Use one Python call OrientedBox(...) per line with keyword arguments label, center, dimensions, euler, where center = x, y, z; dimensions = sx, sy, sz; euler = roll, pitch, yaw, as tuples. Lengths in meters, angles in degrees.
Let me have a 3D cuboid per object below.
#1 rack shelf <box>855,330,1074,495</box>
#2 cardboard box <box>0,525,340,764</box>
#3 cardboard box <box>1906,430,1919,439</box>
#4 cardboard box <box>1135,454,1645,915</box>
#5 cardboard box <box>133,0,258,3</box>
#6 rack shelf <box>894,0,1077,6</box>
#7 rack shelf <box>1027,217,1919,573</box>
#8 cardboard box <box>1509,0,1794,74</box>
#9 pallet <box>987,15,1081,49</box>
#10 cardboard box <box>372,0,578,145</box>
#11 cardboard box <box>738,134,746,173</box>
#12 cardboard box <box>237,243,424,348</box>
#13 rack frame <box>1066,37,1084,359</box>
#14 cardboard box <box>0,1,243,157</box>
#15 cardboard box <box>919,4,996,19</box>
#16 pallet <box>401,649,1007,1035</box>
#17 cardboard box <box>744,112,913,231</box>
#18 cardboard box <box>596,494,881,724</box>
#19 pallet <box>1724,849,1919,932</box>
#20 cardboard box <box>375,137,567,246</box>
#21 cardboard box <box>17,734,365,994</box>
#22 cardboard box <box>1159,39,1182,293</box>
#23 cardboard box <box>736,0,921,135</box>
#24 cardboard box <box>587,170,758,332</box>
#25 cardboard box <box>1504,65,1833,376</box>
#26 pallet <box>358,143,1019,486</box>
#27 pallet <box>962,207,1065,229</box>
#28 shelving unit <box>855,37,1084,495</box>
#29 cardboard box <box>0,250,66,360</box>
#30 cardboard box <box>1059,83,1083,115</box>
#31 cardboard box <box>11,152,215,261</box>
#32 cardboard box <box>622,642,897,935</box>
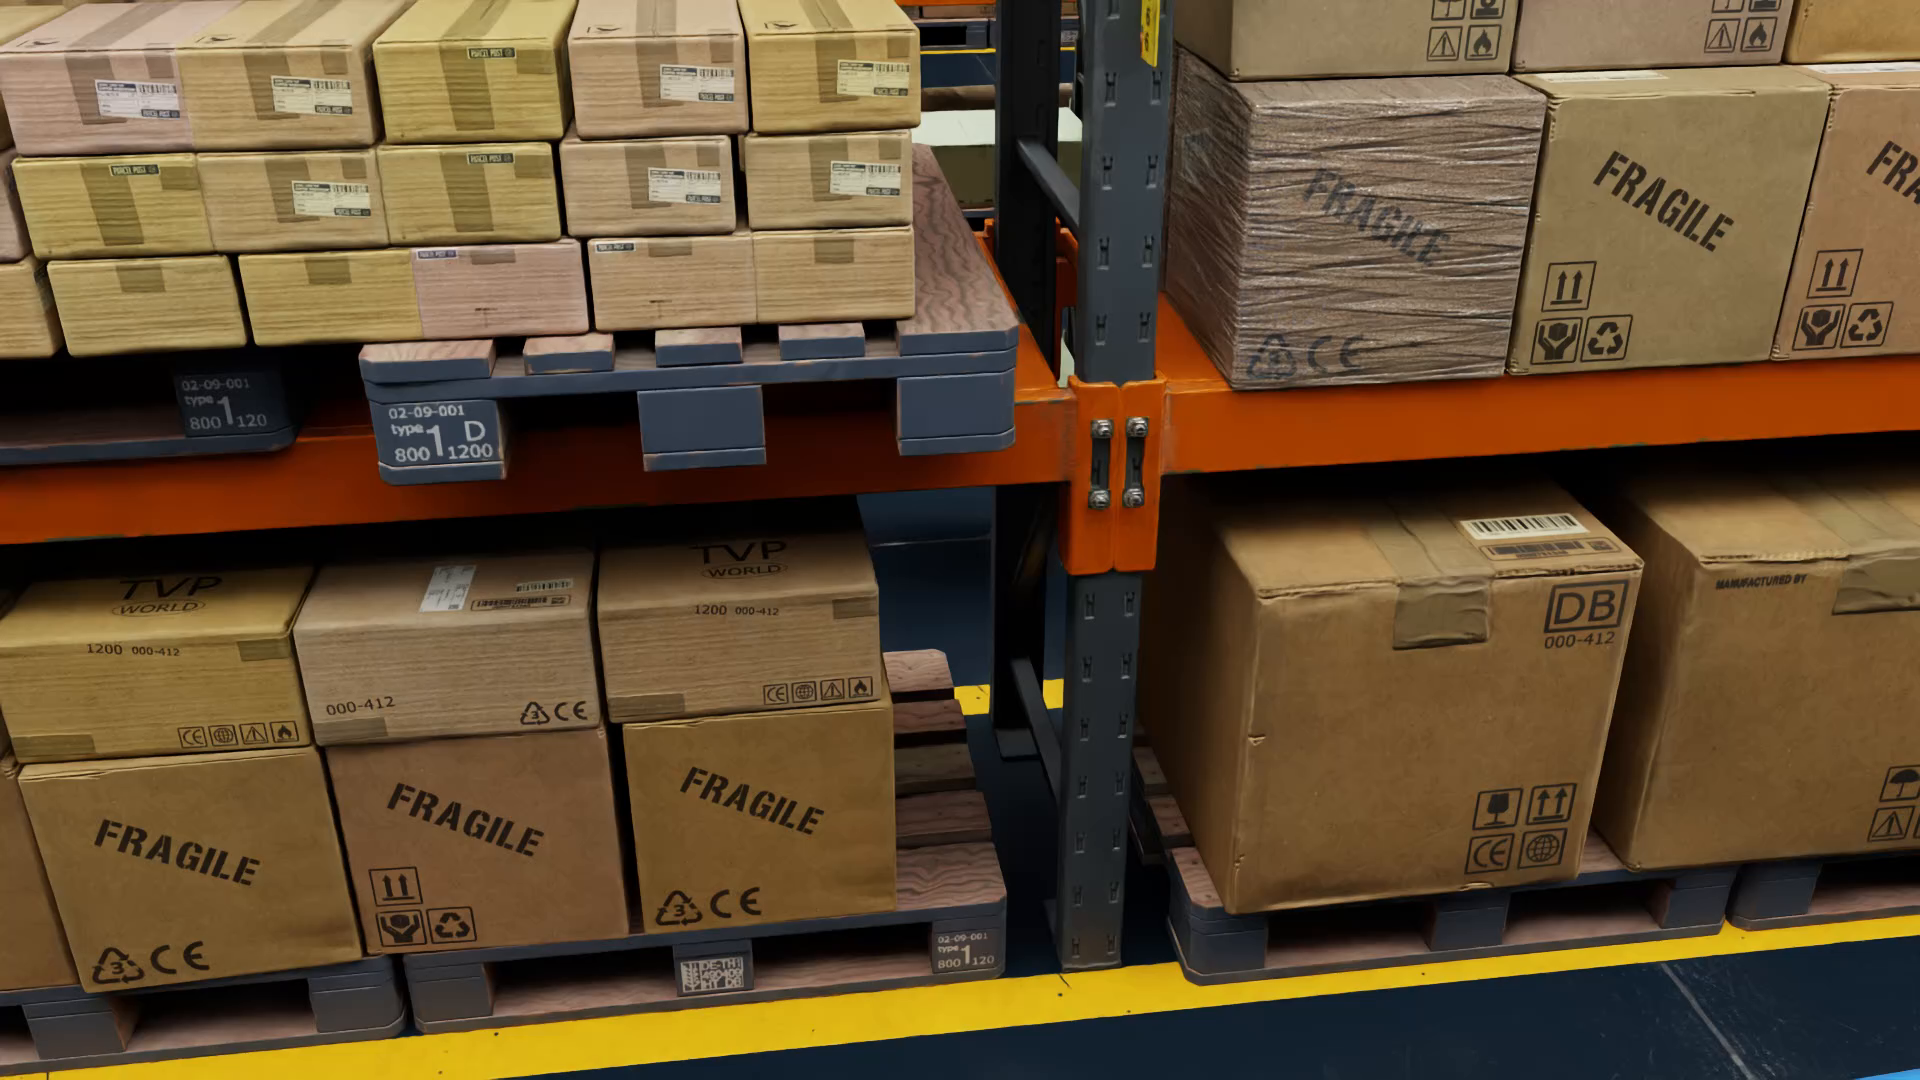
OrientedBox(label="rack shelf", center=(0.007, -0.378, 5.057), dimensions=(0.720, 0.370, 0.431), euler=(-4, 27, -7))
OrientedBox(label="cardboard box", center=(-1.437, 0.160, 3.110), dimensions=(0.500, 0.250, 0.500), euler=(-3, 27, -6))
OrientedBox(label="cardboard box", center=(2.610, 0.043, 3.884), dimensions=(0.750, 0.750, 1.050), euler=(-4, 27, -7))
OrientedBox(label="cardboard box", center=(0.823, 0.160, 3.657), dimensions=(0.750, 0.750, 1.050), euler=(-4, 27, -8))
OrientedBox(label="cardboard box", center=(-1.316, -0.988, 3.053), dimensions=(0.250, 0.149, 0.380), euler=(-2, 27, -5))
OrientedBox(label="rack shelf", center=(1.398, -2.695, 8.004), dimensions=(4.000, 0.370, 1.077), euler=(-4, 27, -7))
OrientedBox(label="rack shelf", center=(2.188, -0.463, 3.655), dimensions=(4.000, 0.370, 1.077), euler=(-4, 27, -7))
OrientedBox(label="cardboard box", center=(1.154, -1.202, 3.103), dimensions=(0.500, 0.500, 0.700), euler=(-4, 27, -8))
OrientedBox(label="pallet", center=(0.749, -4.001, 12.817), dimensions=(1.213, 0.211, 1.003), euler=(-4, 27, -7))
OrientedBox(label="cardboard box", center=(-0.722, -0.726, 2.543), dimensions=(0.250, 0.149, 0.380), euler=(-3, 27, -6))
OrientedBox(label="cardboard box", center=(-0.529, -0.777, 3.294), dimensions=(0.250, 0.149, 0.380), euler=(-2, 27, -5))
OrientedBox(label="cardboard box", center=(-0.965, -0.446, 2.650), dimensions=(0.250, 0.149, 0.380), euler=(-4, 27, -8))
OrientedBox(label="rack frame", center=(0.369, -0.691, 4.954), dimensions=(0.023, 1.500, 0.400), euler=(-4, 27, -7))
OrientedBox(label="cardboard box", center=(-1.226, -0.695, 2.482), dimensions=(0.250, 0.149, 0.380), euler=(-4, 27, -7))
OrientedBox(label="cardboard box", center=(-0.012, -4.340, 12.564), dimensions=(0.625, 0.625, 0.875), euler=(-3, 27, -5))
OrientedBox(label="pallet", center=(-0.567, 0.633, 3.784), dimensions=(1.213, 0.211, 1.003), euler=(-4, 27, -7))
OrientedBox(label="cardboard box", center=(-0.218, -0.626, 2.674), dimensions=(0.250, 0.149, 0.380), euler=(-3, 27, -6))
OrientedBox(label="cardboard box", center=(-0.433, 0.097, 3.231), dimensions=(0.500, 0.250, 0.500), euler=(-4, 27, -8))
OrientedBox(label="pallet", center=(2.204, 0.492, 4.059), dimensions=(1.213, 0.211, 1.003), euler=(-4, 27, -7))
OrientedBox(label="cardboard box", center=(-0.743, -0.591, 2.605), dimensions=(0.250, 0.149, 0.380), euler=(-3, 27, -6))
OrientedBox(label="cardboard box", center=(-1.444, 0.501, 3.265), dimensions=(0.500, 0.500, 0.500), euler=(-5, 28, -9))
OrientedBox(label="cardboard box", center=(0.616, -0.851, 3.513), dimensions=(0.500, 0.500, 0.500), euler=(-4, 27, -7))
OrientedBox(label="cardboard box", center=(-0.214, -0.758, 2.604), dimensions=(0.250, 0.149, 0.380), euler=(-5, 28, -9))
OrientedBox(label="cardboard box", center=(-0.463, -0.477, 2.709), dimensions=(0.250, 0.149, 0.380), euler=(-4, 27, -7))
OrientedBox(label="cardboard box", center=(1.193, -0.641, 3.104), dimensions=(0.500, 0.500, 0.500), euler=(-4, 27, -8))
OrientedBox(label="pallet", center=(-0.483, -0.477, 3.105), dimensions=(1.003, 0.211, 1.213), euler=(-4, 27, -7))
OrientedBox(label="pallet", center=(0.192, -1.696, 8.324), dimensions=(1.213, 0.211, 1.003), euler=(-4, 27, -7))
OrientedBox(label="shelving unit", center=(0.007, -0.668, 4.908), dimensions=(0.755, 1.500, 0.431), euler=(-4, 27, -7))
OrientedBox(label="cardboard box", center=(-1.488, -0.413, 2.584), dimensions=(0.250, 0.149, 0.380), euler=(-3, 27, -6))
OrientedBox(label="cardboard box", center=(0.708, -1.987, 8.256), dimensions=(0.625, 0.372, 0.950), euler=(-4, 27, -8))
OrientedBox(label="cardboard box", center=(-1.237, -0.560, 2.546), dimensions=(0.250, 0.149, 0.380), euler=(-4, 27, -7))
OrientedBox(label="cardboard box", center=(-0.408, 0.429, 3.406), dimensions=(0.500, 0.500, 0.500), euler=(-4, 27, -7))
